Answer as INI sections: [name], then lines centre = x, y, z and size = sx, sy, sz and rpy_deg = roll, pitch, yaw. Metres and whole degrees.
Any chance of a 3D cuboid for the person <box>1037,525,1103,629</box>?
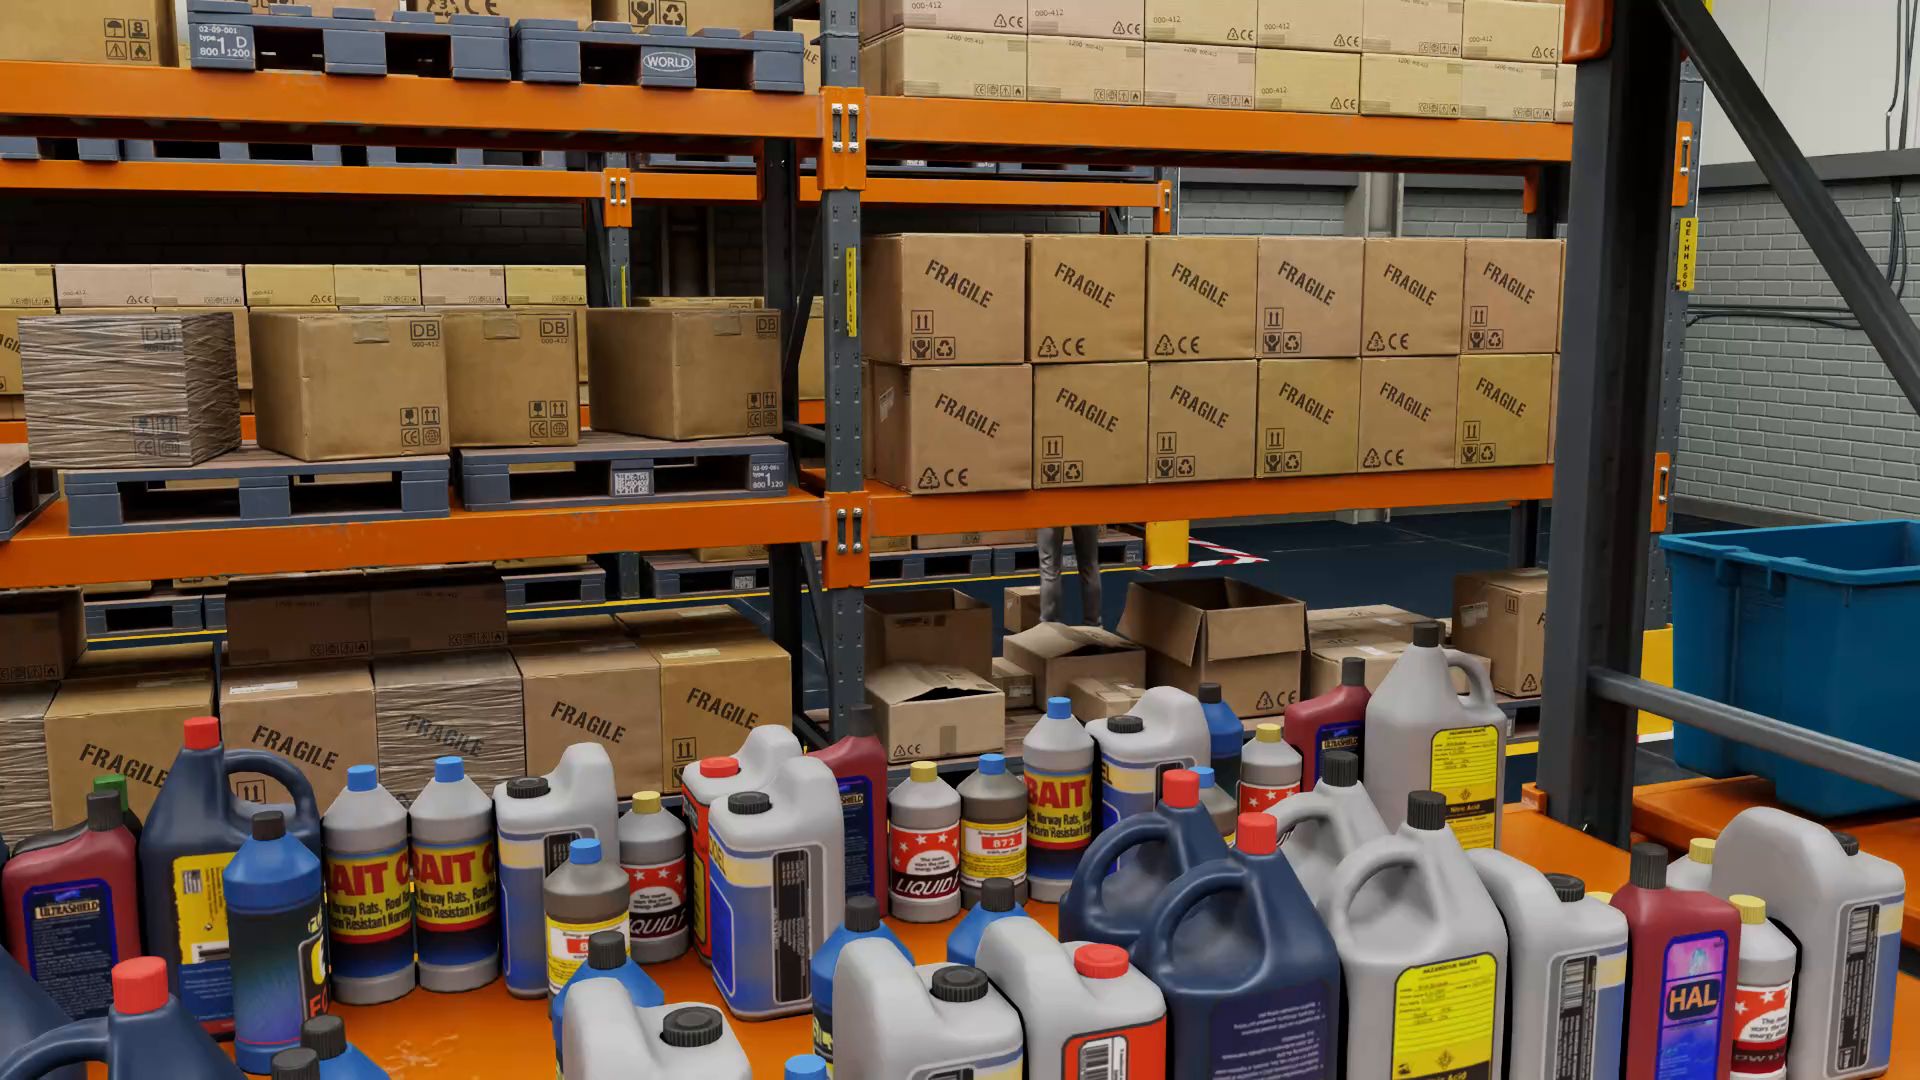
[person]
centre = 0.608, -0.220, 9.636
size = 0.500, 1.711, 0.400
rpy_deg = -3, 9, -16
